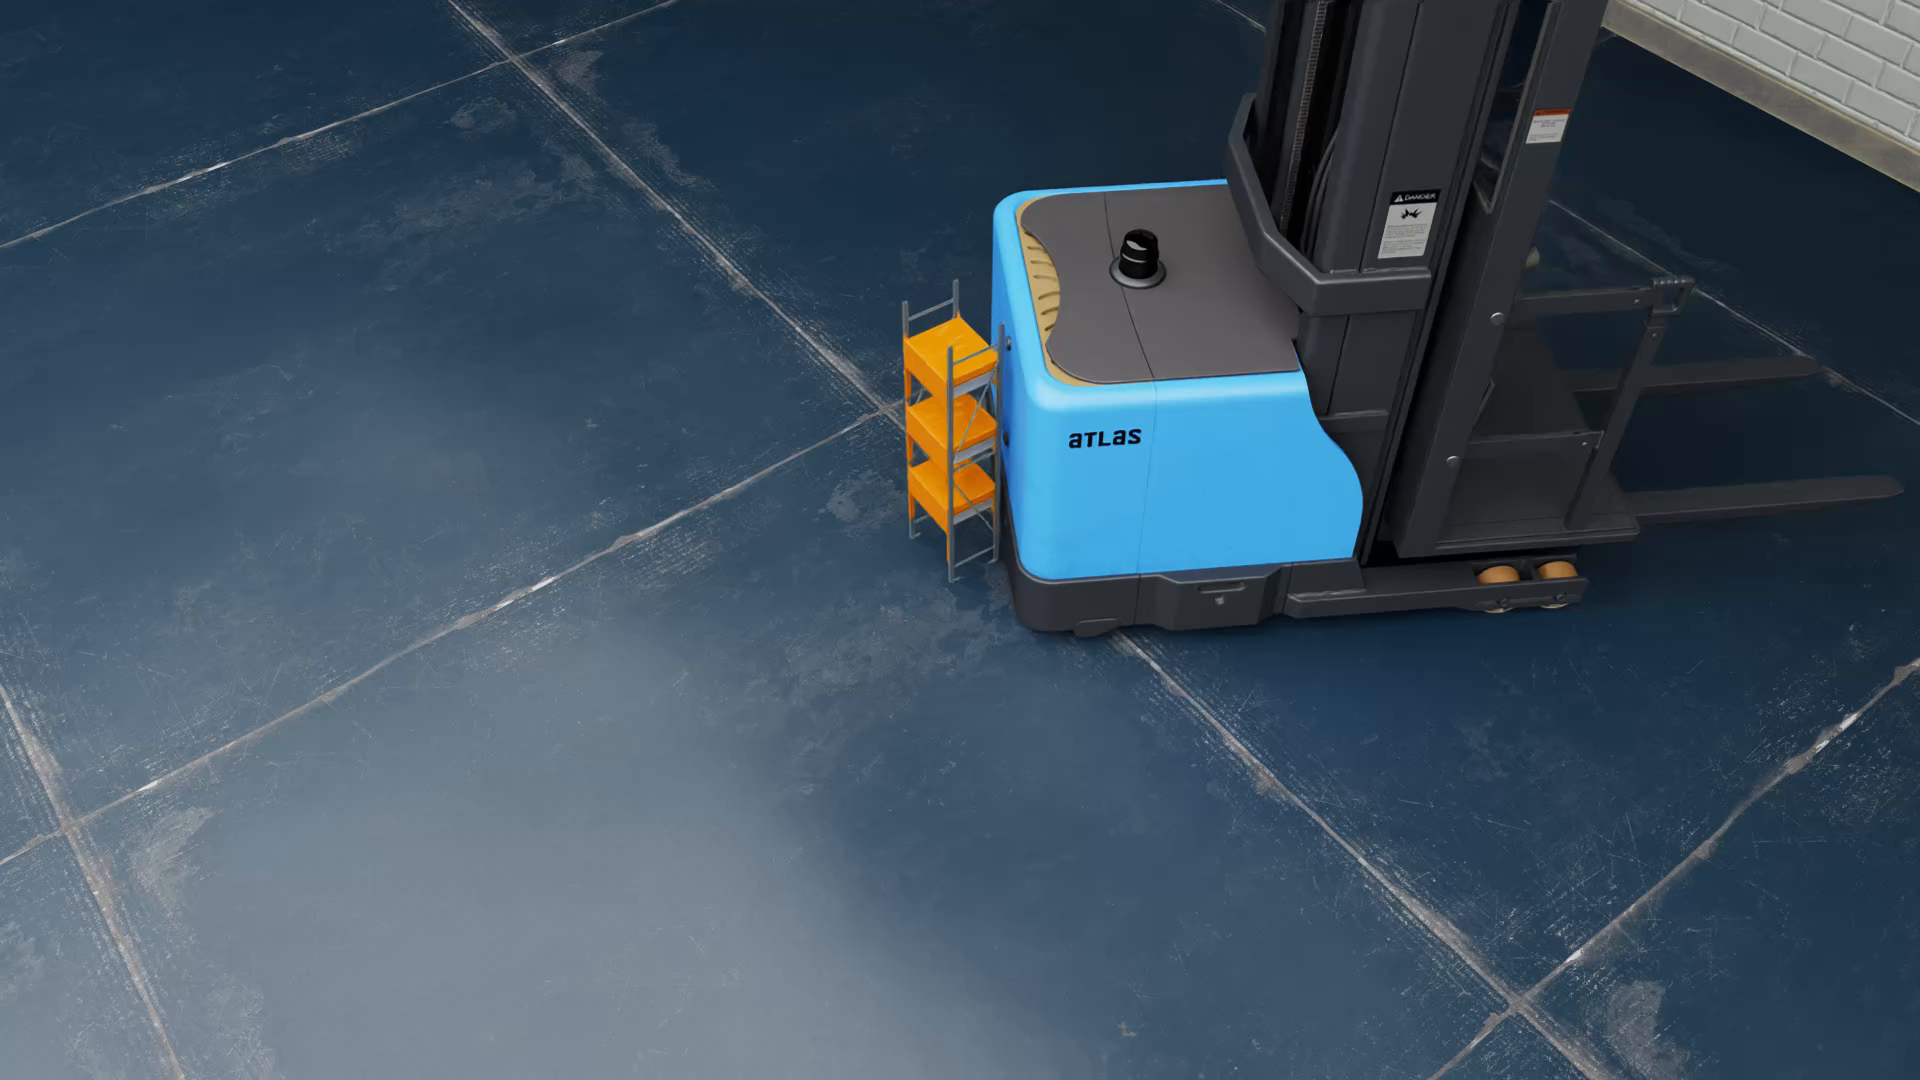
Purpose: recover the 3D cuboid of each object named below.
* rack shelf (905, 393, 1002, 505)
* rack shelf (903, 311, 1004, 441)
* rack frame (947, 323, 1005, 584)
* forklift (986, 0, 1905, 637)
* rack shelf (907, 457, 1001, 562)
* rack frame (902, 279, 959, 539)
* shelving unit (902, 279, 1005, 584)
[{"bbox_3d":[-0.021,-0.316,5.342,0.215,0.259,0.240,-26,53,-22],"label":"rack shelf"},{"bbox_3d":[-0.021,-0.506,5.132,0.215,0.259,0.240,-26,53,-22],"label":"rack shelf"},{"bbox_3d":[0.047,-0.248,5.266,0.200,1.050,0.008,-26,53,-22],"label":"rack frame"},{"bbox_3d":[1.644,-1.131,4.797,3.031,2.935,1.130,-4,48,-4],"label":"forklift"},{"bbox_3d":[-0.021,-0.129,5.548,0.215,0.259,0.240,-26,53,-22],"label":"rack shelf"},{"bbox_3d":[-0.089,-0.398,5.402,0.200,1.050,0.008,-26,53,-22],"label":"rack frame"},{"bbox_3d":[-0.021,-0.323,5.334,0.215,1.050,0.252,-26,53,-22],"label":"shelving unit"}]
